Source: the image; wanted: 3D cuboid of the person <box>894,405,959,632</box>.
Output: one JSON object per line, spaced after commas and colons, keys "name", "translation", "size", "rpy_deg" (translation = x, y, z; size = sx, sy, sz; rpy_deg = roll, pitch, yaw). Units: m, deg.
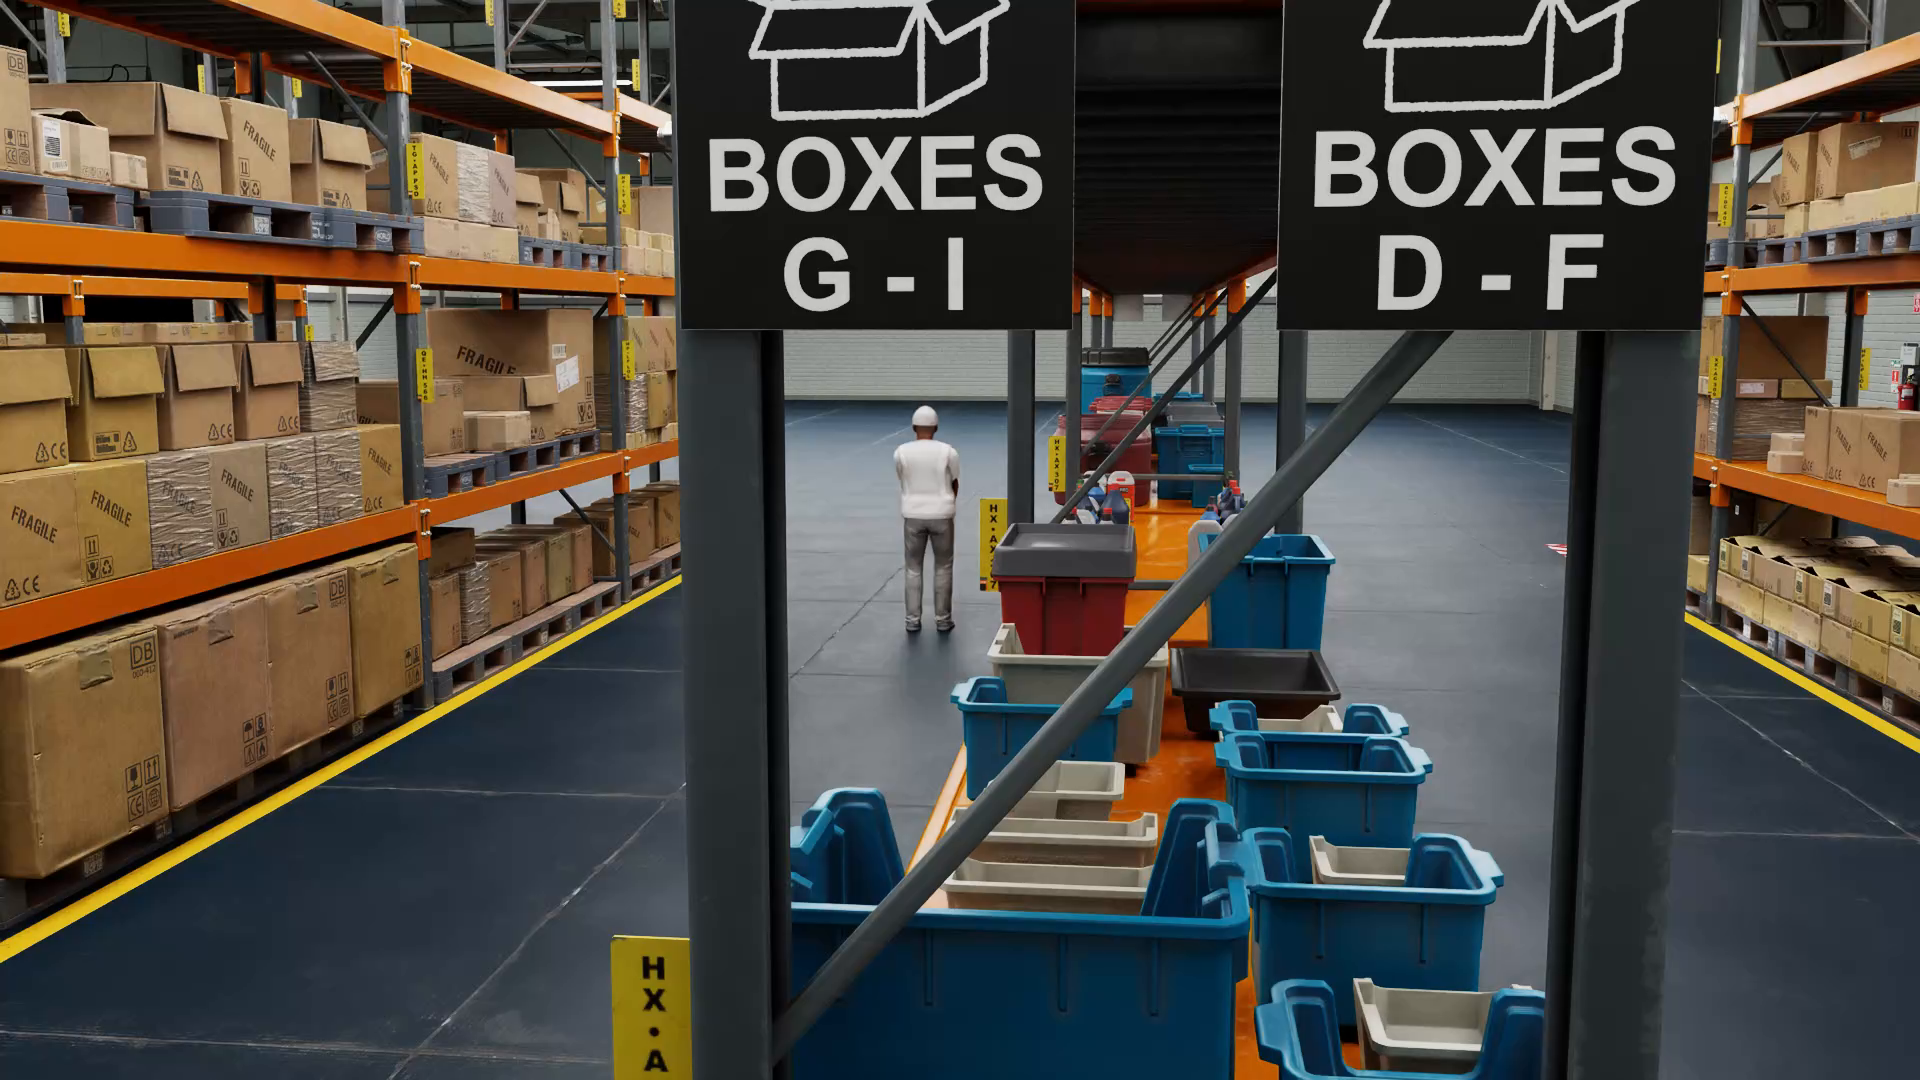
{"name": "person", "translation": [-0.245, -0.182, 13.081], "size": [0.505, 1.762, 0.571], "rpy_deg": [1, 8, 7]}
